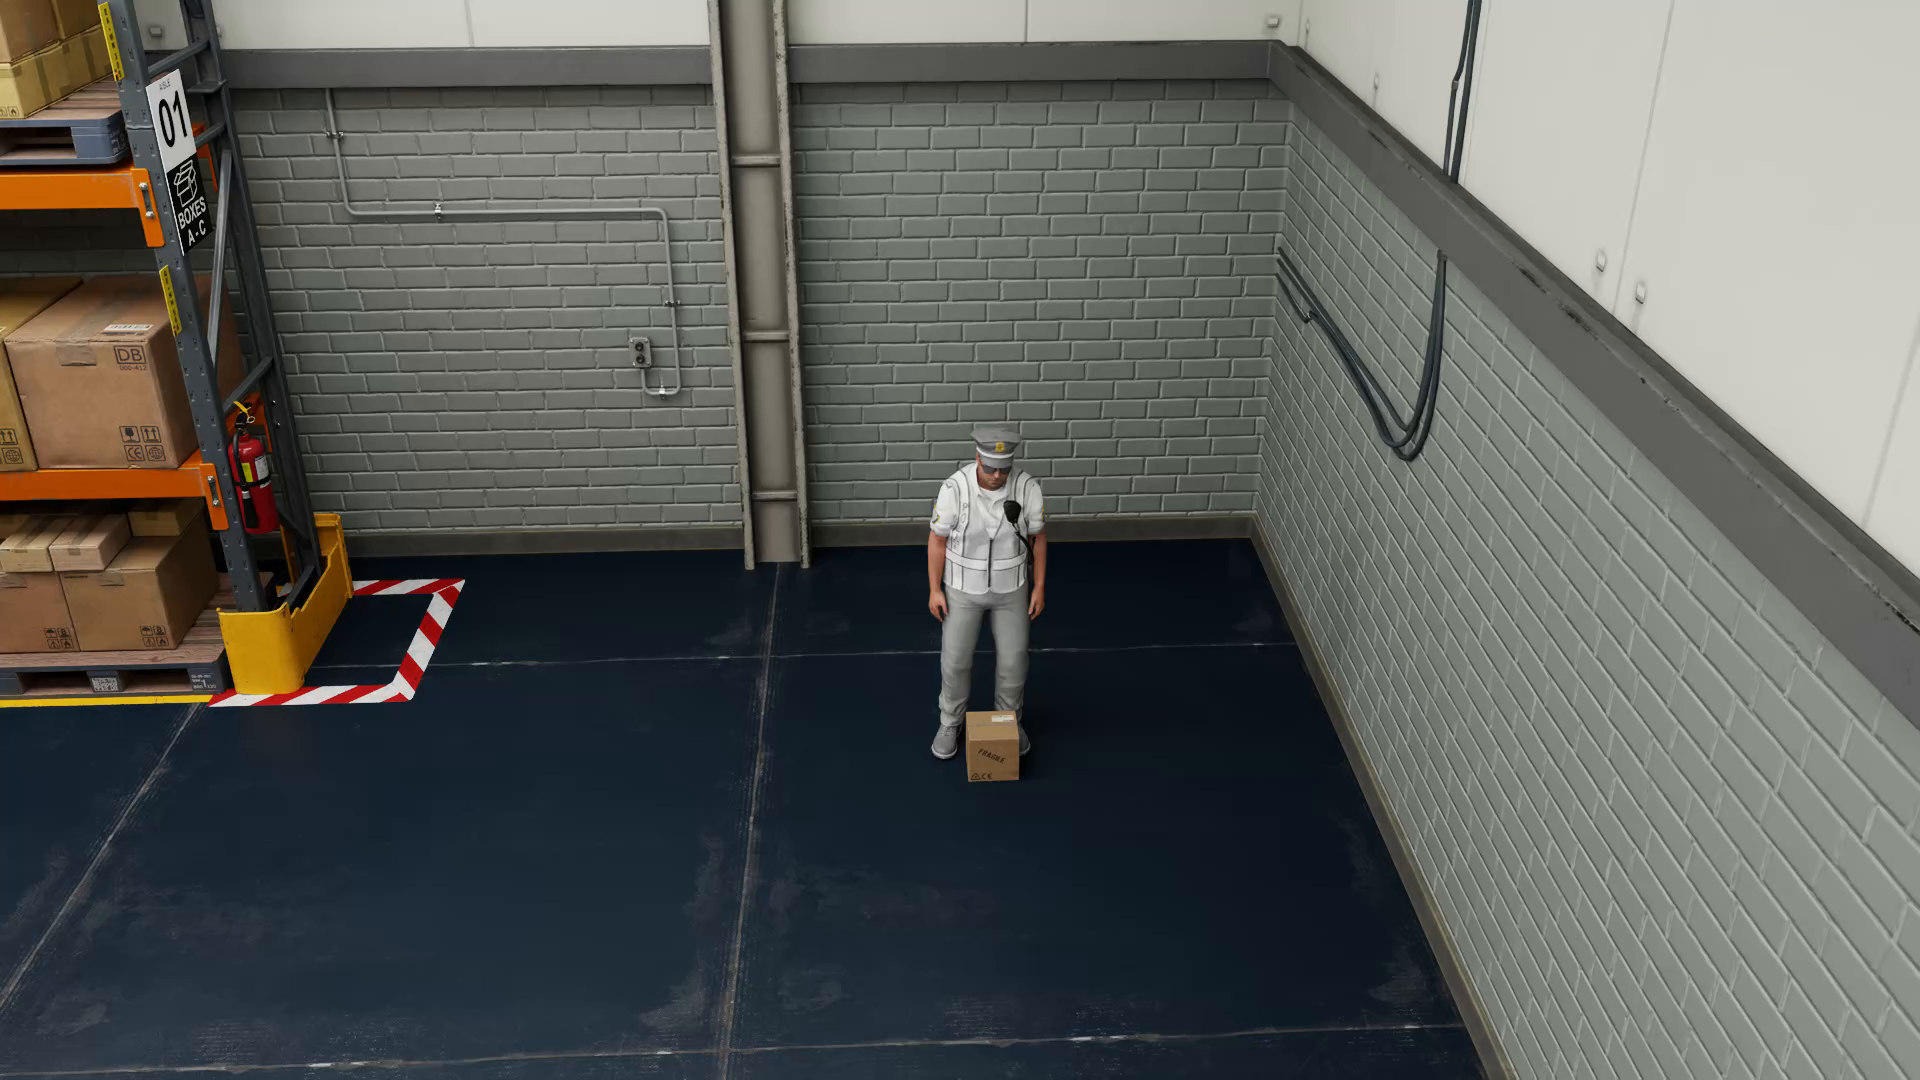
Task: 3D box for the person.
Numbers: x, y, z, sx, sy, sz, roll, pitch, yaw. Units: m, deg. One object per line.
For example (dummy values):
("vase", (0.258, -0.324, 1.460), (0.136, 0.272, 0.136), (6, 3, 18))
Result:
("person", (0.133, 0.231, 8.164), (0.585, 1.747, 0.440), (-2, 27, -4))
